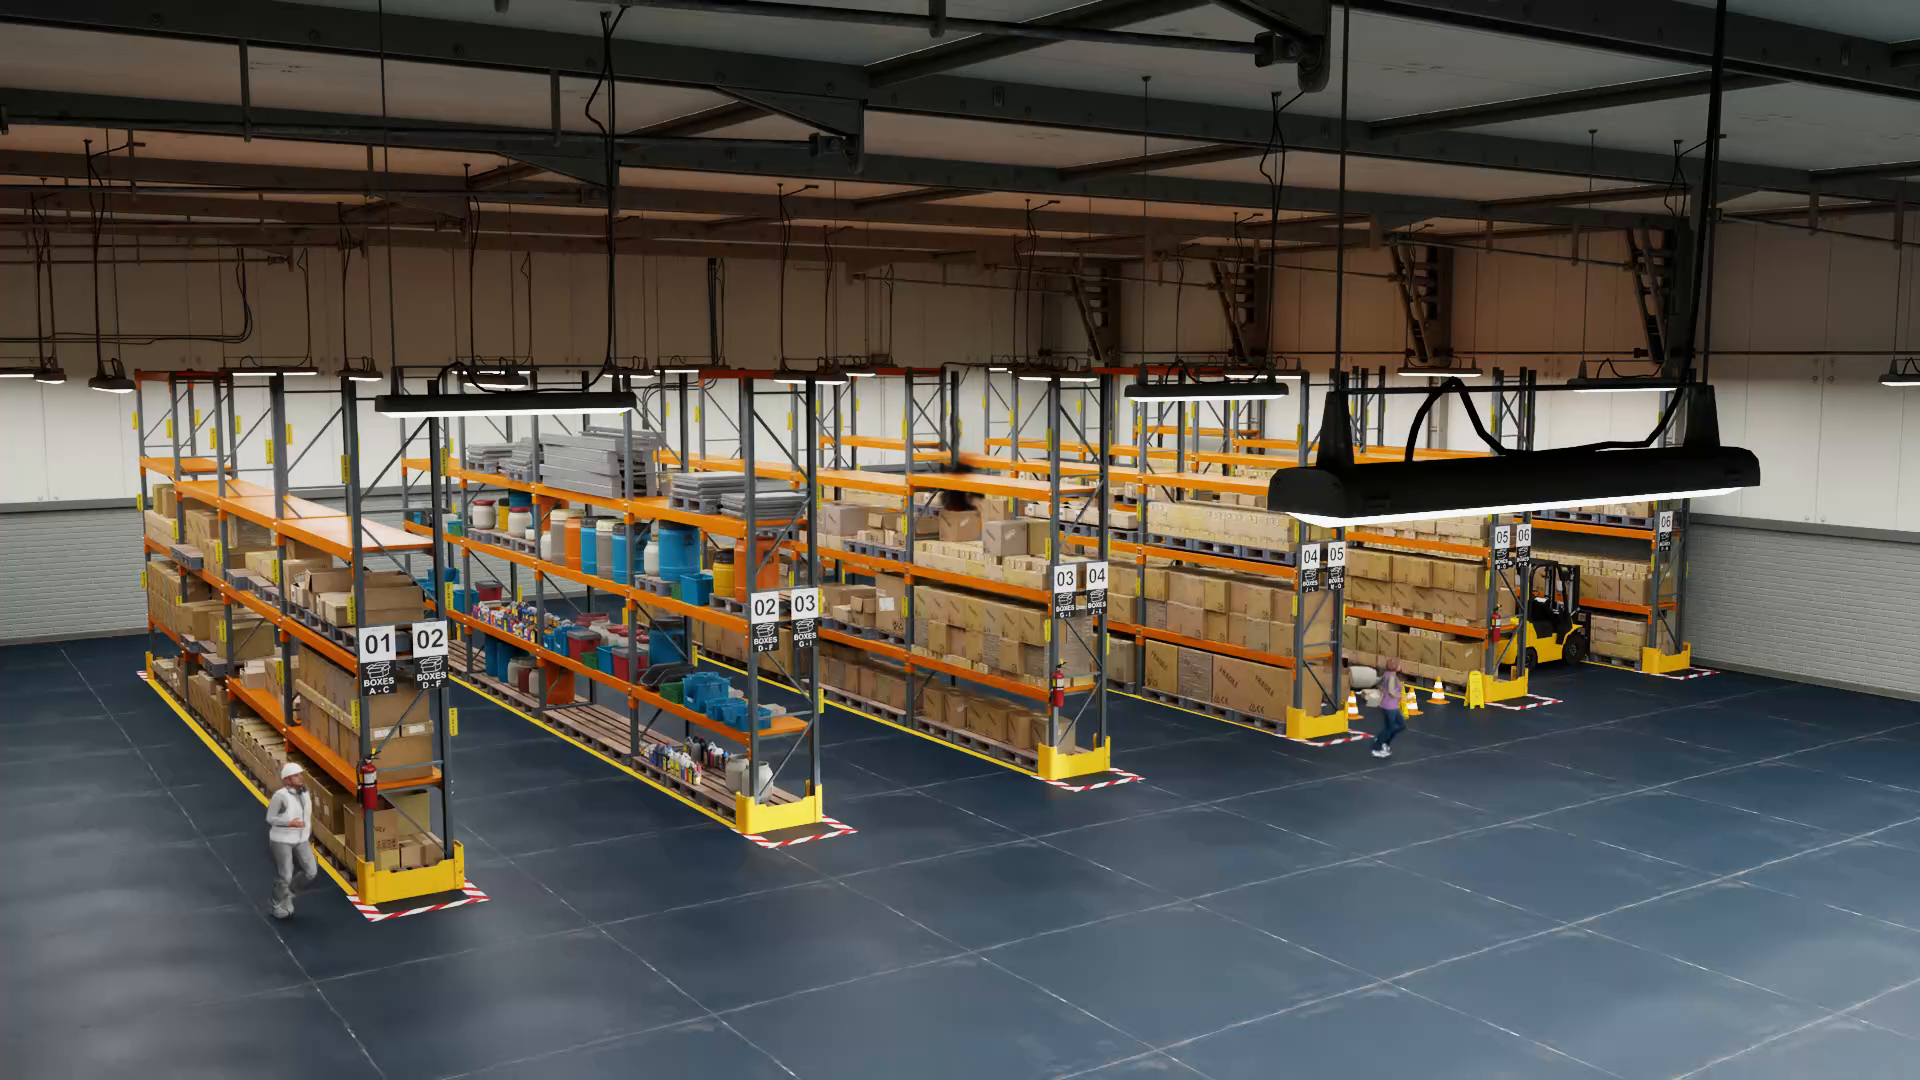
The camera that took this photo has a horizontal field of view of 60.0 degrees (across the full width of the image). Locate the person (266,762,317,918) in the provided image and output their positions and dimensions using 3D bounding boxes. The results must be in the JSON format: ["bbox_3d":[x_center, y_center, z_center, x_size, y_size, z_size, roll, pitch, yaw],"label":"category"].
[{"bbox_3d":[-7.457,3.364,18.700,0.631,1.733,0.670,4,7,29],"label":"person"}]

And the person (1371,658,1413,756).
[{"bbox_3d":[6.753,2.617,25.966,0.611,1.570,0.541,2,7,14],"label":"person"}]

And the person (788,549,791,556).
[{"bbox_3d":[-4.201,0.898,41.450,0.517,1.554,0.556,-4,8,-33],"label":"person"}]
